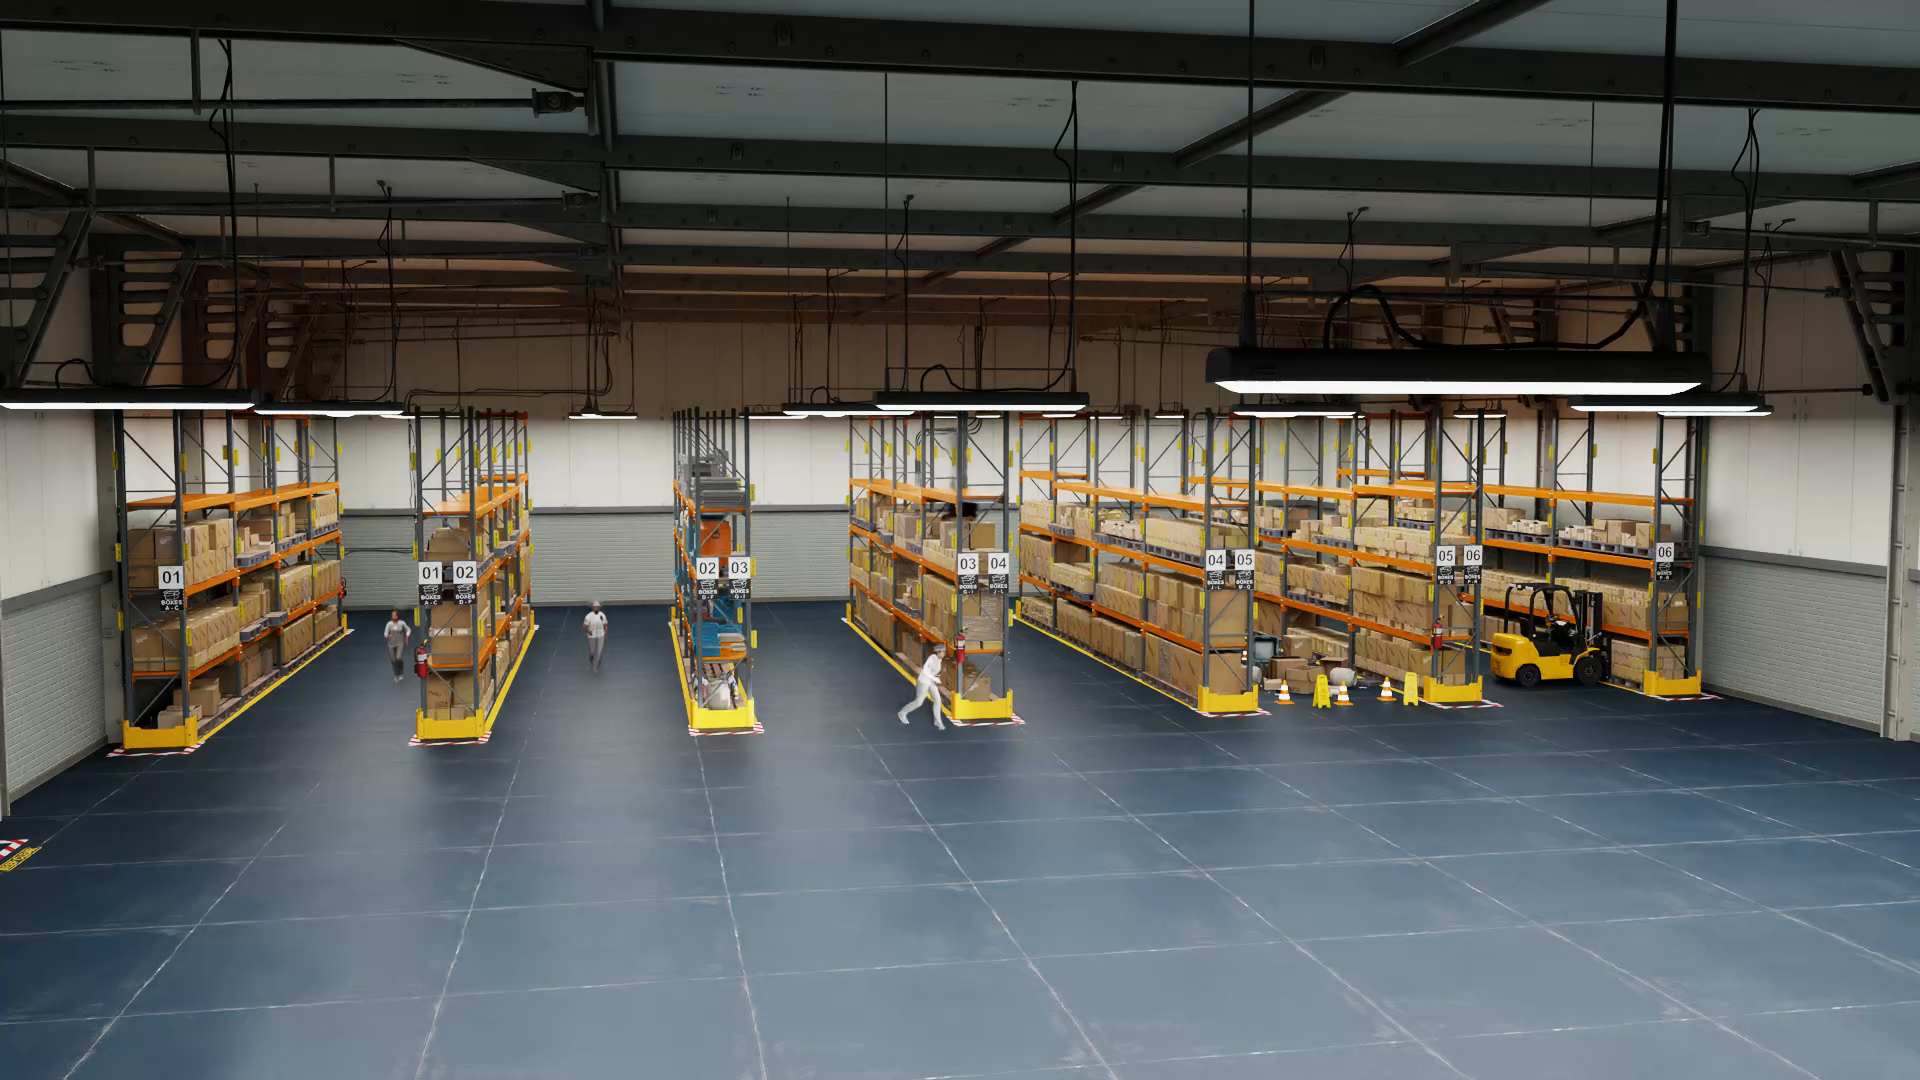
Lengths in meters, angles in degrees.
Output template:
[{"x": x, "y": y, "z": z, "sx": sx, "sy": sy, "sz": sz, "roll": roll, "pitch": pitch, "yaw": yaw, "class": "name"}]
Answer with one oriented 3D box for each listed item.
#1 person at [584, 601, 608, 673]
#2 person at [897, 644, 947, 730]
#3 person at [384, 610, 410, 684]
[{"x": -8.293, "y": 2.201, "z": 37.931, "sx": 0.562, "sy": 1.650, "sz": 0.589, "roll": -2, "pitch": 4, "yaw": -21, "class": "person"}, {"x": -0.704, "y": 2.739, "z": 31.072, "sx": 0.978, "sy": 1.628, "sz": 0.655, "roll": 1, "pitch": 4, "yaw": 16, "class": "person"}, {"x": -12.314, "y": 2.339, "z": 36.346, "sx": 0.508, "sy": 1.604, "sz": 0.667, "roll": -1, "pitch": 4, "yaw": -7, "class": "person"}]
